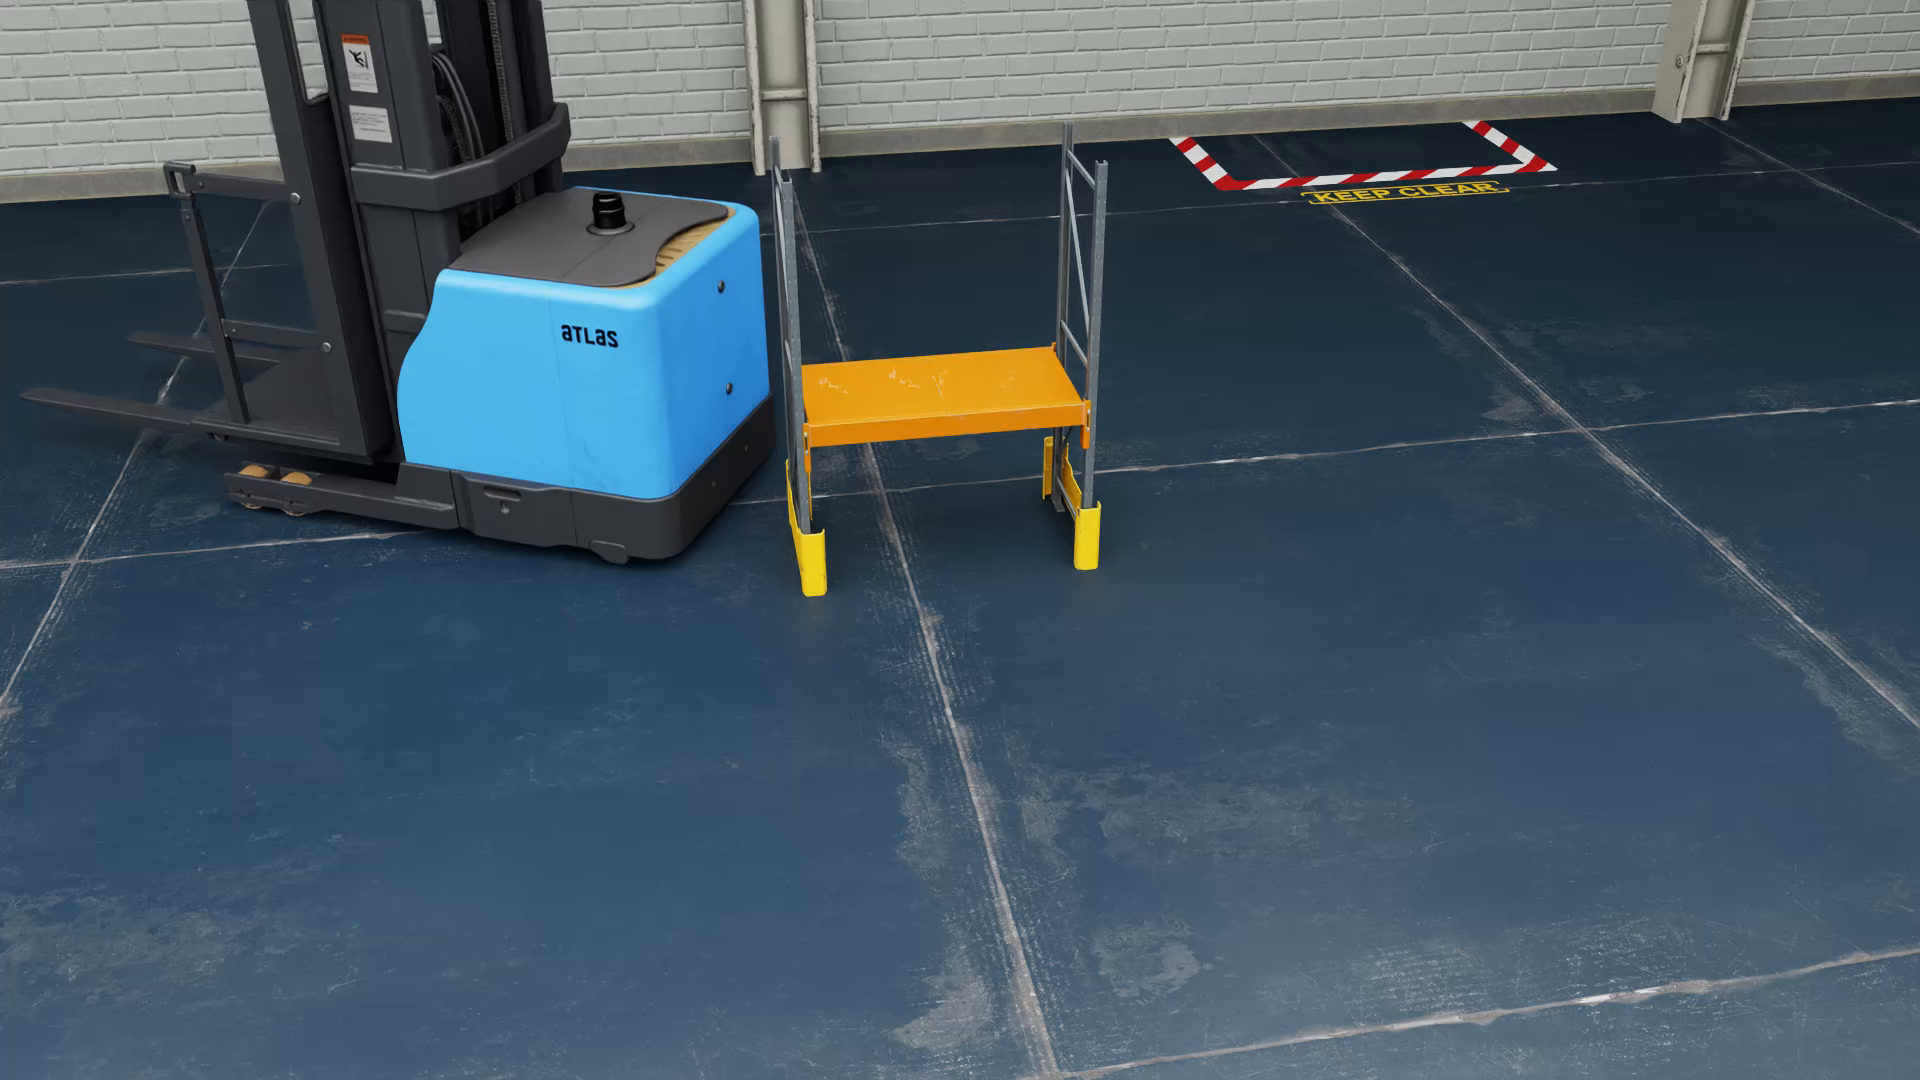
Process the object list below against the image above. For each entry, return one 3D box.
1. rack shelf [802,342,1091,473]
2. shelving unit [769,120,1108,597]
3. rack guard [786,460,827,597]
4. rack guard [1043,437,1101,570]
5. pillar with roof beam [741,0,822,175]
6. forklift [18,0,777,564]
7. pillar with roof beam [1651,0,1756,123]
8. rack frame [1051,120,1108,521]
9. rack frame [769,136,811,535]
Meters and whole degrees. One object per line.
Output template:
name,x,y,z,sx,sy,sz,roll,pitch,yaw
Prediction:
rack shelf,-0.084,-0.484,5.948,1.000,0.185,0.538,-5,31,-9
shelving unit,-0.075,-0.640,5.858,1.083,1.500,0.587,-5,31,-9
rack guard,-0.565,-0.055,6.097,0.087,0.250,0.587,-5,31,-9
rack guard,0.415,-0.146,6.252,0.087,0.250,0.587,-5,31,-9
pillar with roof beam,-0.282,-4.013,4.197,0.400,9.000,9.100,-5,31,-9
forklift,-2.321,-1.599,6.078,3.031,2.935,1.130,9,32,15
pillar with roof beam,5.620,-4.561,5.128,0.400,9.000,9.100,-5,31,-9
rack frame,0.416,-0.685,5.936,0.032,1.500,0.500,-5,31,-9
rack frame,-0.584,-0.592,5.778,0.032,1.500,0.500,-5,31,-9
